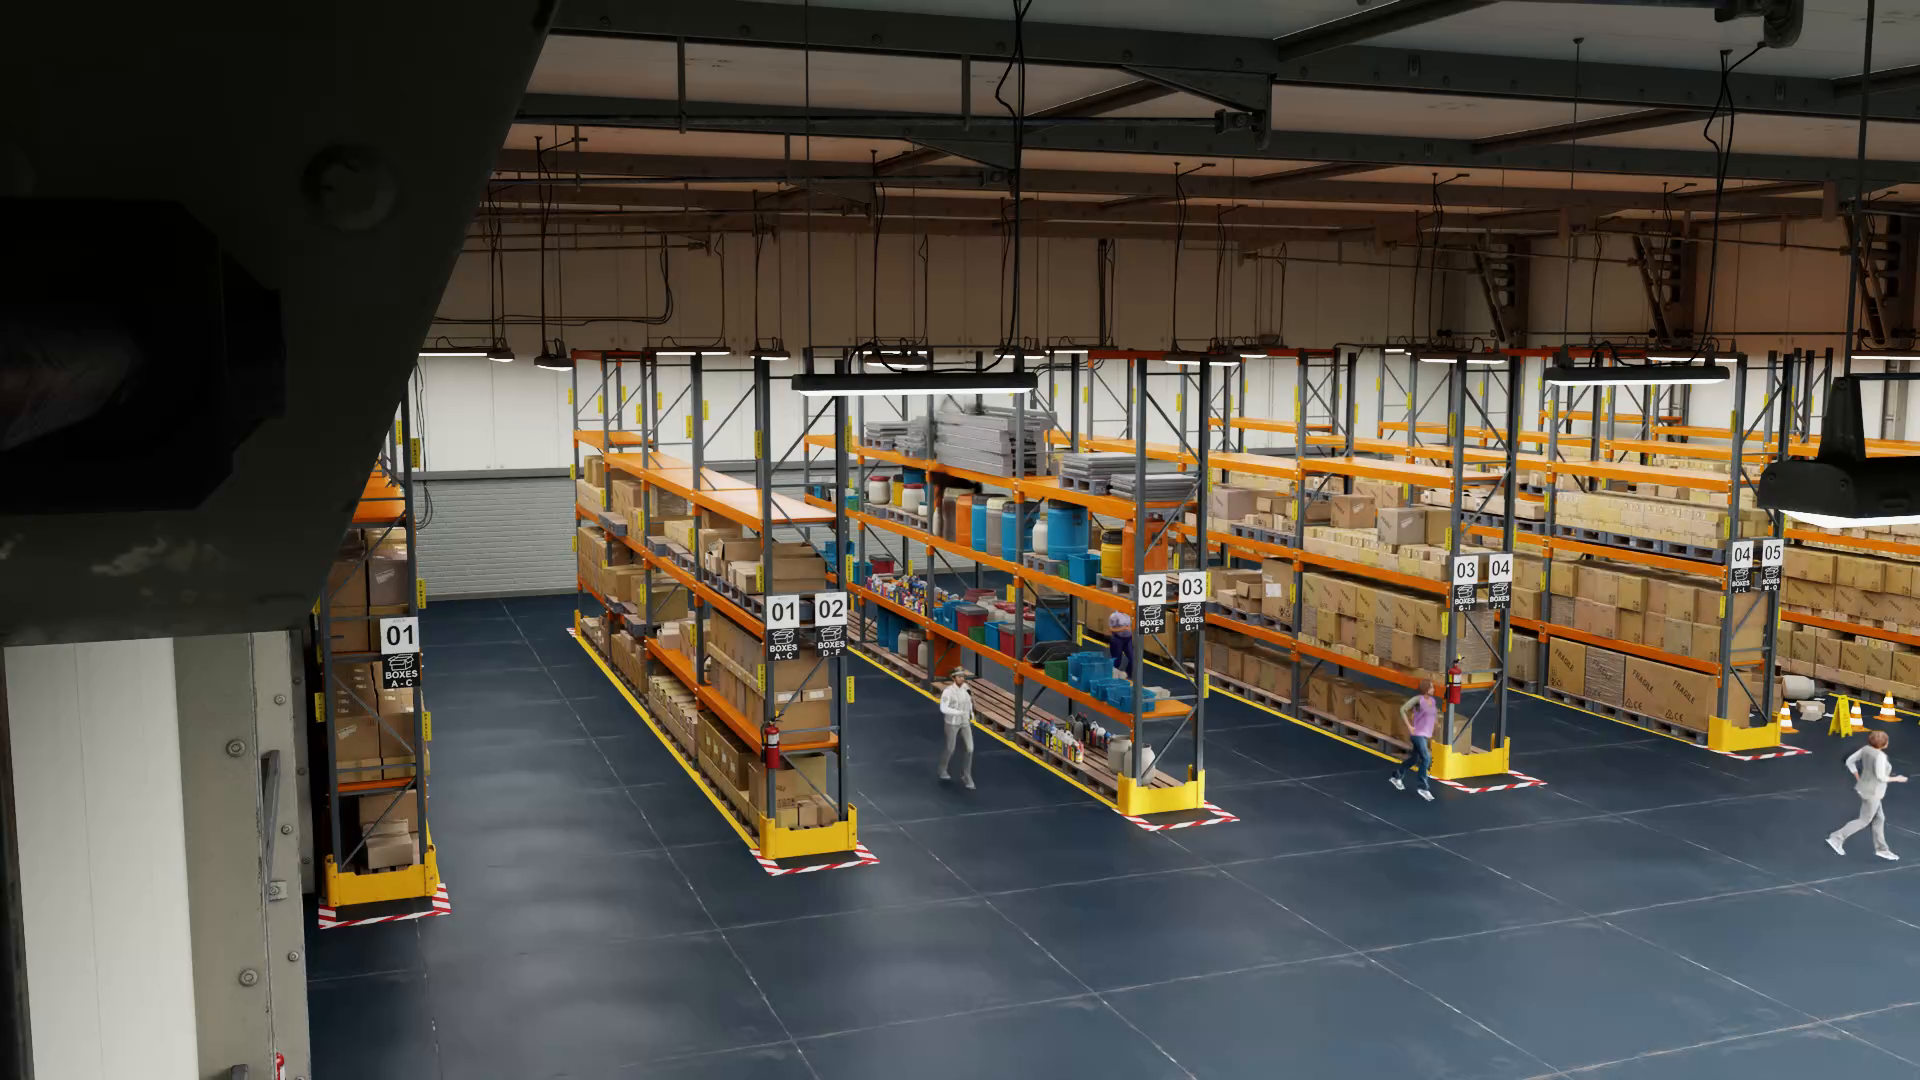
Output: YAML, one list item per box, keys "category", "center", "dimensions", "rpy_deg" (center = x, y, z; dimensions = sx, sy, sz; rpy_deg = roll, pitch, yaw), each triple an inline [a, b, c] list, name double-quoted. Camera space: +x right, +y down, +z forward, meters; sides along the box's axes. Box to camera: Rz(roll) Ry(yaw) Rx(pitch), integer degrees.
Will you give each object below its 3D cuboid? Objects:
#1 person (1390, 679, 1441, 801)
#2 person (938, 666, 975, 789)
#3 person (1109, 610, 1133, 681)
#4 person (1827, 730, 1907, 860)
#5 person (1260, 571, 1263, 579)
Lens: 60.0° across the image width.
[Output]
- category: "person"
  center: [6.330, 2.721, 22.886]
  dimensions: [0.530, 1.598, 0.721]
  rpy_deg: [-7, 10, -44]
- category: "person"
  center: [-0.033, 2.618, 23.300]
  dimensions: [0.631, 1.770, 0.739]
  rpy_deg: [-4, 8, -32]
- category: "person"
  center: [2.877, 1.868, 29.528]
  dimensions: [0.587, 1.684, 0.691]
  rpy_deg: [-4, 8, -32]
- category: "person"
  center: [10.865, 3.068, 19.938]
  dimensions: [0.882, 1.580, 0.514]
  rpy_deg: [1, 7, 5]
- category: "person"
  center: [6.439, 1.221, 34.239]
  dimensions: [0.711, 1.769, 0.899]
  rpy_deg: [-4, 8, -27]
